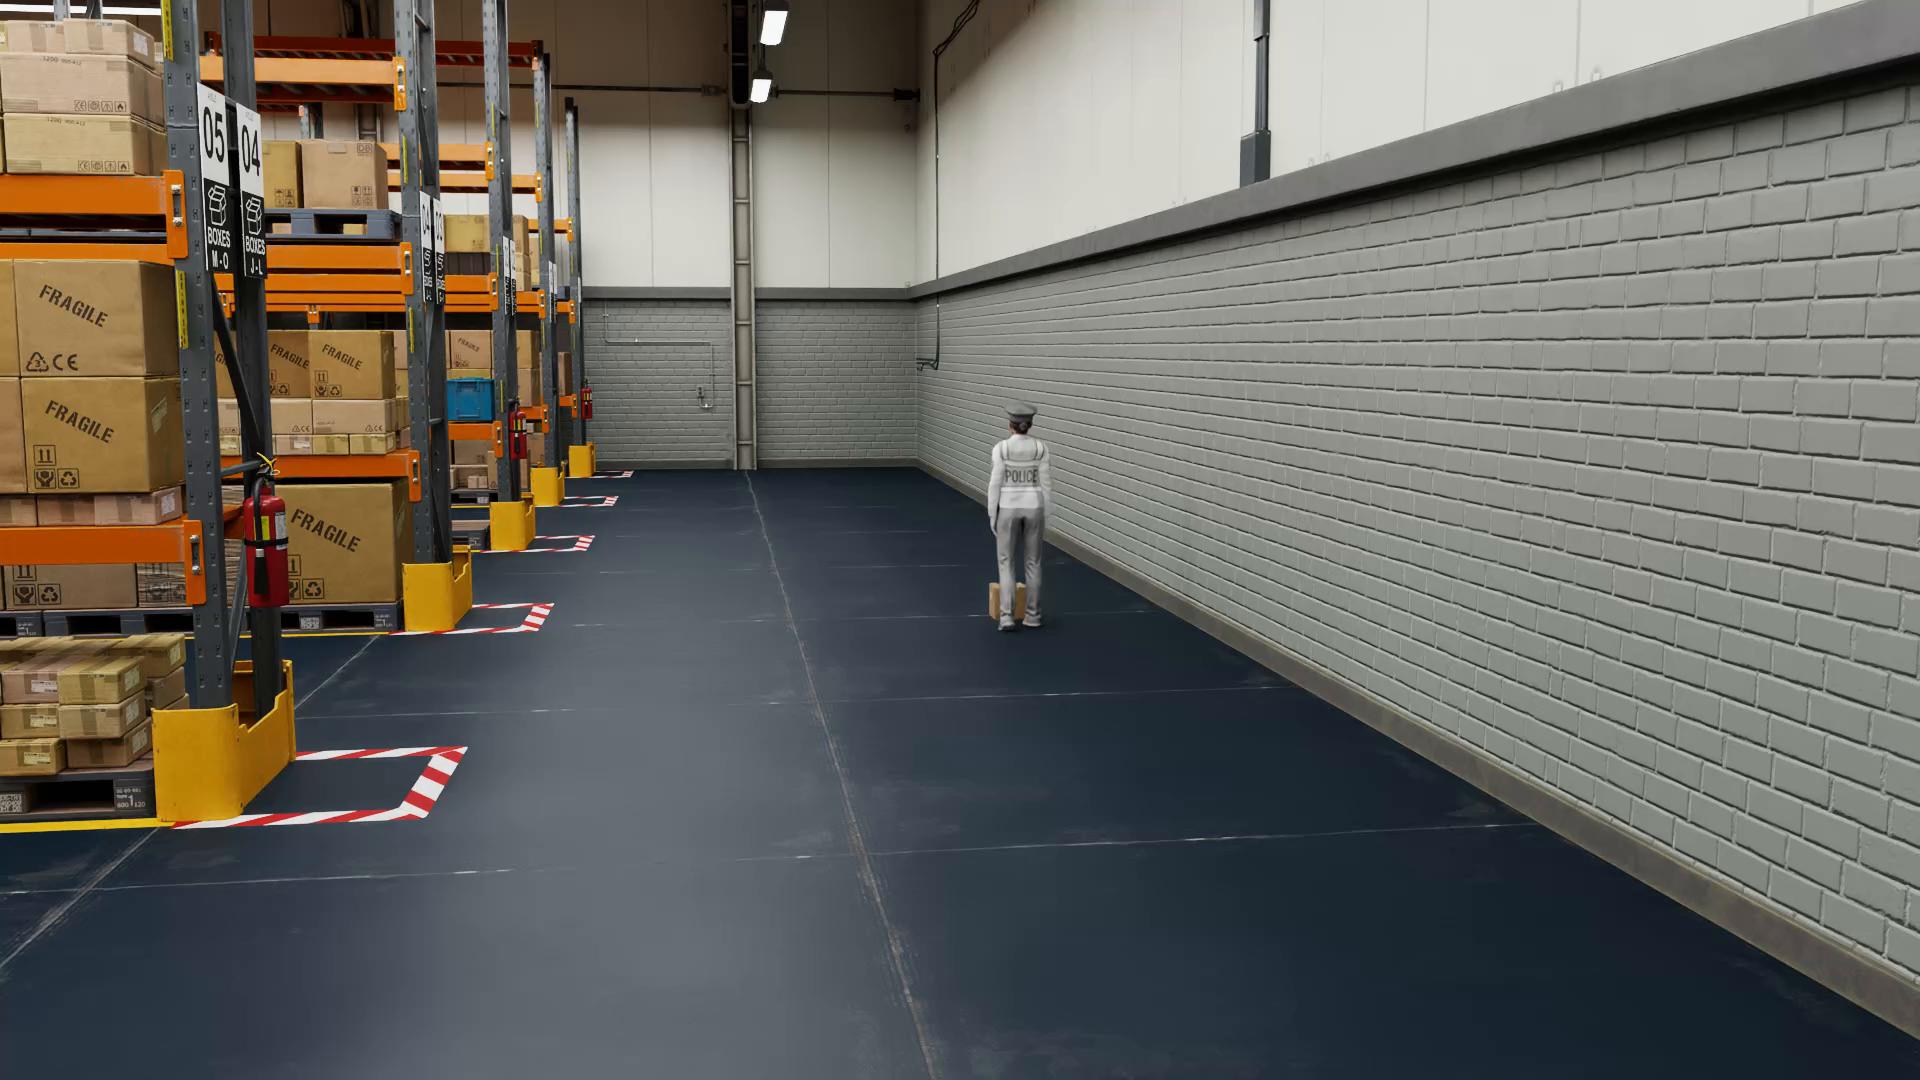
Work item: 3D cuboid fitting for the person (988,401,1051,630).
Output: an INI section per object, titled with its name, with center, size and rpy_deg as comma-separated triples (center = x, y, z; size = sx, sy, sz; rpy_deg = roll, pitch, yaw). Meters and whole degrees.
[person]
center = 0.438, -0.156, 12.338
size = 0.471, 1.739, 0.376
rpy_deg = -1, 7, -8
